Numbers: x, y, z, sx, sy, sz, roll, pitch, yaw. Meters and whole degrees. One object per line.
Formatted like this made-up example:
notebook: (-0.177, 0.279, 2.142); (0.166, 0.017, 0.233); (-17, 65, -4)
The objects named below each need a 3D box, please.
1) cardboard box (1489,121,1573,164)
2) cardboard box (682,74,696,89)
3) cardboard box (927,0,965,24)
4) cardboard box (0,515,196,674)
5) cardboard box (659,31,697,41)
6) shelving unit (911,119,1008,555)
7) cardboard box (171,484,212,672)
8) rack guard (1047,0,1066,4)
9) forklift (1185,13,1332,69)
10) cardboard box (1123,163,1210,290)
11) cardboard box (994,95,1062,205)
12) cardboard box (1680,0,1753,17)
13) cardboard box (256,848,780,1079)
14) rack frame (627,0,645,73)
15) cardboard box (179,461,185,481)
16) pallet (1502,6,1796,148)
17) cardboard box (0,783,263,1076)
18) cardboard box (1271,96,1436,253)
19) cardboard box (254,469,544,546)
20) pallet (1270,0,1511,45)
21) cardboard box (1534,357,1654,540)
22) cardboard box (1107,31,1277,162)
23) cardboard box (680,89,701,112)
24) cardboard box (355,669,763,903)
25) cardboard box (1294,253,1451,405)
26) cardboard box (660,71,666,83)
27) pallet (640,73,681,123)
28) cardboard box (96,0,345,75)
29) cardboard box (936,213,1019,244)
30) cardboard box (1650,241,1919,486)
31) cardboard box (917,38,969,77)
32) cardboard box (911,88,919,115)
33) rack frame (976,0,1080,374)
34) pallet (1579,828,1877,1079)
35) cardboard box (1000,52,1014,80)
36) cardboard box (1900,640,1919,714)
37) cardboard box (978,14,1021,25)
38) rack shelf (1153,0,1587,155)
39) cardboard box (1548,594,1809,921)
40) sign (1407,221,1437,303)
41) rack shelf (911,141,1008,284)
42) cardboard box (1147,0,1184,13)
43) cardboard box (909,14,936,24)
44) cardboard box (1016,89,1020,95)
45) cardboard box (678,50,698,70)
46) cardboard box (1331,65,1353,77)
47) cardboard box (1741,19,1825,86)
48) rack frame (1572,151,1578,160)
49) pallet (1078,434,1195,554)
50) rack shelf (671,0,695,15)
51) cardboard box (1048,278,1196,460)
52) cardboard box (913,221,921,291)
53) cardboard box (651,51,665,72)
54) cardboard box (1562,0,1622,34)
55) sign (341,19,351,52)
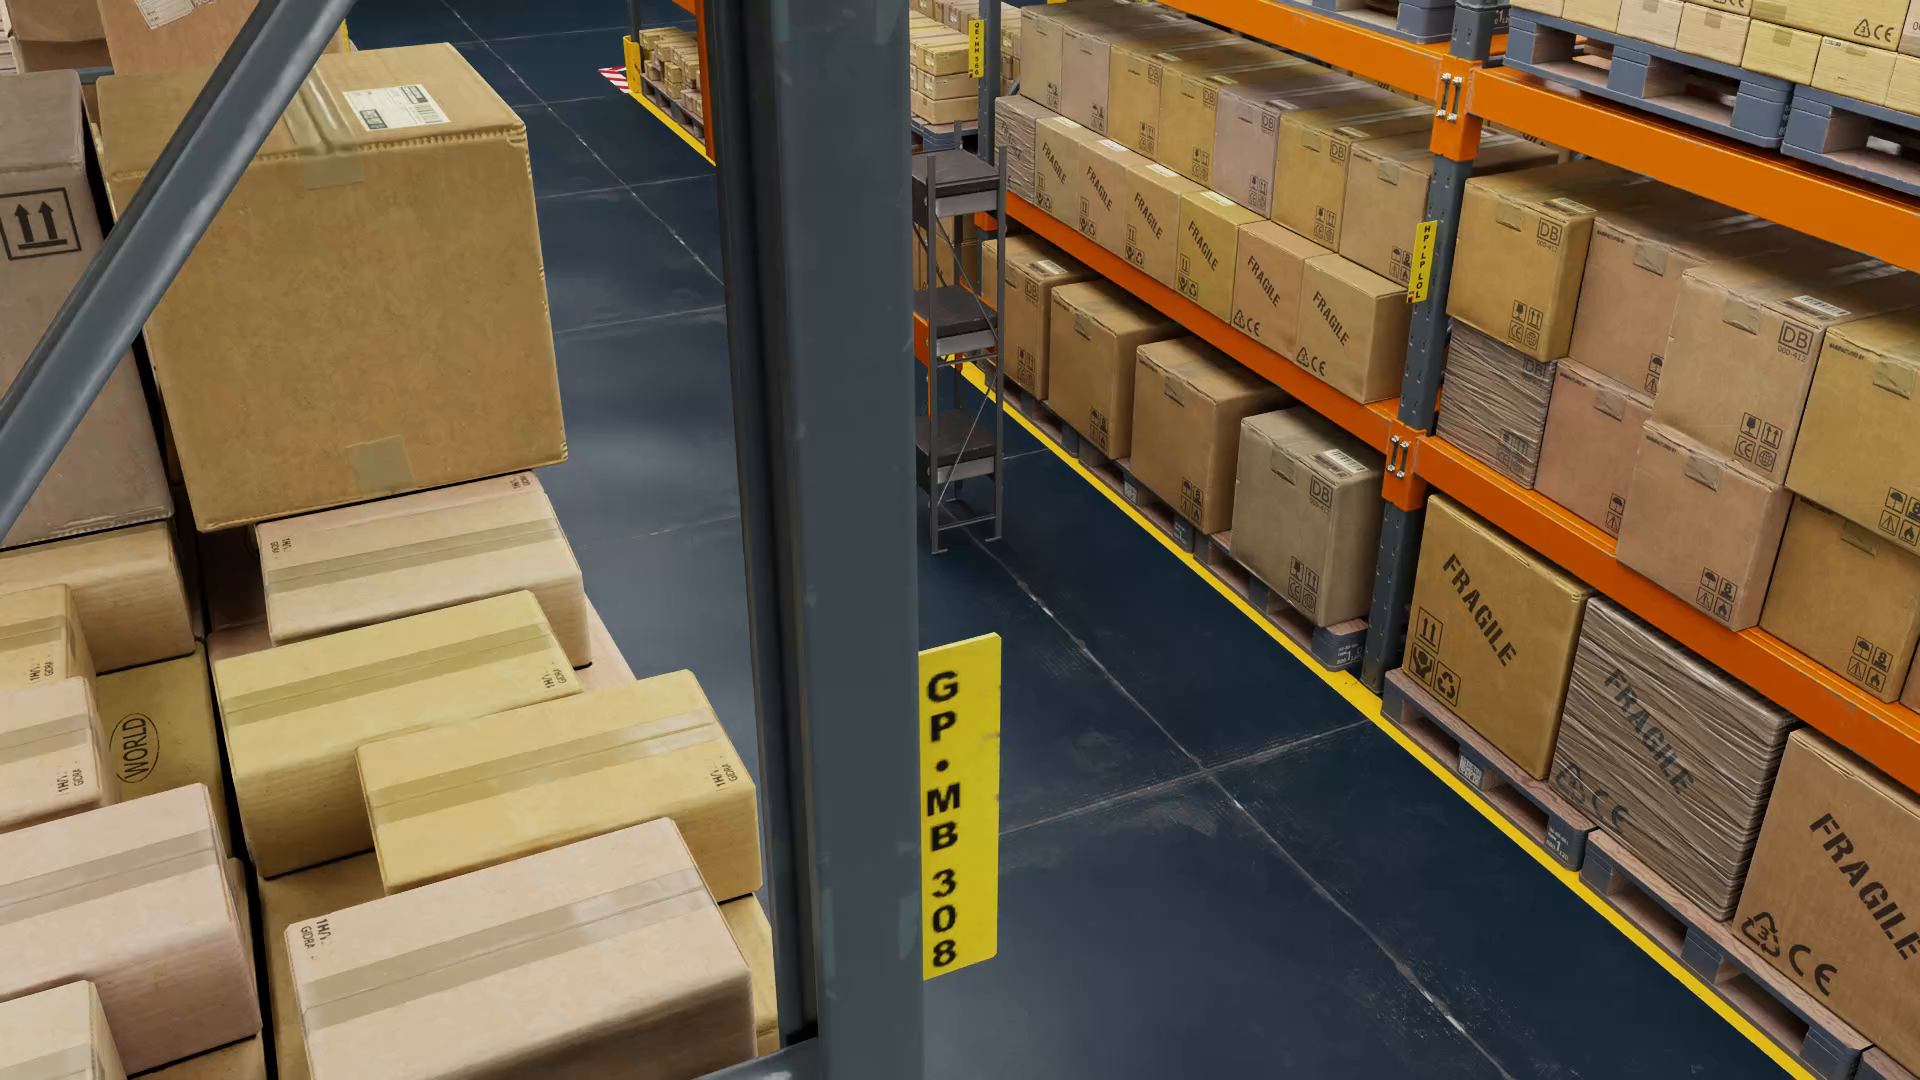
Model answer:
cardboard box: (4.790, -3.167, 13.074); (0.875, 0.875, 0.875); (-13, 32, -22)
cardboard box: (-2.394, -4.366, 15.651); (0.380, 0.149, 0.250); (-15, 32, -24)
cardboard box: (-0.005, -3.662, 11.433); (0.380, 0.149, 0.250); (-12, 31, -20)
cardboard box: (-1.251, 0.074, 2.230); (0.380, 0.149, 0.250); (-13, 32, -21)
cardboard box: (-2.706, -4.838, 16.188); (0.380, 0.149, 0.250); (-12, 32, -21)
shelving unit: (-0.071, -0.989, 8.367); (0.431, 2.100, 0.503); (-13, 32, -22)
cardboard box: (-1.371, 0.176, 2.456); (0.500, 0.250, 0.500); (-12, 32, -21)
rack guard: (1.566, -6.042, 19.014); (1.175, 0.500, 0.348); (-13, 32, -22)
forklift: (2.291, -3.228, 11.509); (1.130, 2.935, 3.031); (-15, 33, -25)
cardboard box: (1.181, -1.625, 8.479); (0.500, 0.500, 0.500); (-13, 32, -22)
cardboard box: (0.533, -2.293, 9.670); (0.500, 0.500, 0.500); (-13, 32, -21)
cardboard box: (2.476, -1.839, 5.214); (0.500, 0.250, 0.500); (-13, 32, -22)
cardboard box: (-0.478, 0.517, 1.848); (0.500, 0.250, 0.500); (-12, 31, -21)
rack frame: (-2.851, -6.038, 16.451); (1.000, 3.000, 0.127); (-13, 32, -22)
cardboard box: (-1.142, -0.158, 3.052); (0.500, 0.250, 0.500); (-12, 31, -21)
pallet: (2.643, -1.643, 5.637); (1.003, 0.211, 1.213); (-13, 32, -22)
cardboard box: (-0.912, 0.413, 1.625); (0.380, 0.149, 0.250); (-14, 32, -24)
cardboard box: (1.860, -1.662, 7.522); (0.700, 0.500, 0.500); (-14, 32, -23)
cardboard box: (-0.811, -0.024, 2.406); (0.380, 0.149, 0.250); (-13, 32, -22)
pallet: (1.863, -2.357, 7.015); (0.805, 0.209, 1.217); (-14, 32, -24)
cardboard box: (2.727, -0.404, 6.250); (0.875, 0.550, 0.550); (-13, 32, -22)
cardboard box: (1.208, -2.334, 8.721); (0.700, 0.500, 0.500); (-14, 32, -23)
cardboard box: (-2.381, -4.115, 15.508); (0.380, 0.149, 0.250); (-15, 32, -24)
cardboard box: (-0.438, 0.305, 1.819); (0.380, 0.149, 0.250); (-12, 32, -21)
cardboard box: (1.835, -0.955, 7.284); (0.500, 0.500, 0.500); (-13, 32, -22)
cardboard box: (-2.728, -4.581, 16.337); (0.380, 0.149, 0.250); (-13, 32, -22)
pallet: (-2.501, -4.422, 16.420); (1.003, 0.211, 1.213); (-13, 32, -22)
cardboard box: (-1.799, -1.295, 4.008); (0.500, 0.500, 0.500); (-14, 32, -23)
cardboard box: (0.053, -2.171, 10.915); (0.500, 0.250, 0.500); (-14, 32, -23)
cardboard box: (2.877, -0.617, 5.527); (0.875, 0.550, 0.550); (-13, 32, -22)
cardboard box: (-0.041, -2.957, 10.176); (0.380, 0.149, 0.250); (-14, 32, -24)
cardboard box: (-0.148, -2.809, 10.520); (0.380, 0.149, 0.250); (-13, 32, -22)
rack frame: (0.584, -2.504, 10.149); (1.000, 3.000, 0.127); (-13, 32, -22)
pallet: (3.084, 1.371, 6.089); (1.003, 0.211, 1.213); (-13, 32, -22)
cardboard box: (0.439, -3.083, 10.704); (0.380, 0.149, 0.250); (-12, 31, -20)
cardboard box: (3.435, 0.298, 4.999); (0.875, 0.550, 0.550); (-13, 32, -22)
cardboard box: (0.341, -3.309, 10.804); (0.380, 0.149, 0.250); (-13, 32, -22)
rack shelf: (1.442, -2.615, 8.016); (1.077, 0.370, 4.000); (-13, 32, -22)
cardboard box: (2.898, 0.696, 6.184); (0.875, 0.875, 0.875); (-13, 32, -22)
sign: (1.815, -1.089, 6.523); (0.100, 0.325, 0.005); (-13, 32, -22)
rack shelf: (-0.071, -1.588, 8.031); (0.431, 0.518, 0.480); (-13, 32, -22)
cardboard box: (2.351, -5.515, 17.708); (0.875, 0.438, 0.875); (-12, 32, -21)
cardboard box: (-0.377, -3.302, 10.790); (0.380, 0.149, 0.250); (-12, 31, -21)
cardboard box: (0.574, -2.818, 10.536); (0.380, 0.149, 0.250); (-14, 32, -23)
cardboard box: (-2.421, -4.483, 15.555); (0.380, 0.149, 0.250); (-12, 31, -20)
cardboard box: (3.632, -4.354, 15.191); (0.875, 0.875, 0.875); (-12, 31, -20)
cardboard box: (2.589, -1.481, 4.983); (0.380, 0.149, 0.250); (-14, 32, -23)
rack frame: (5.011, -3.588, 12.082); (1.000, 3.000, 0.127); (-13, 32, -22)
pallet: (1.374, -0.386, 9.222); (1.003, 0.211, 1.213); (-13, 32, -22)
rack shelf: (-1.992, -4.841, 15.051); (1.077, 0.370, 4.000); (-13, 32, -22)
cardboard box: (1.142, -1.033, 9.395); (1.050, 0.750, 0.750); (-13, 32, -21)
cardboard box: (-0.154, -2.063, 11.488); (0.500, 0.500, 0.500); (-12, 31, -20)
cardboard box: (-2.791, -4.689, 16.227); (0.380, 0.149, 0.250); (-13, 32, -22)
cardboard box: (2.263, -1.817, 5.581); (0.380, 0.149, 0.250); (-13, 32, -22)
sign: (-1.735, -1.392, 4.569); (0.100, 0.325, 0.005); (-13, 32, -22)
